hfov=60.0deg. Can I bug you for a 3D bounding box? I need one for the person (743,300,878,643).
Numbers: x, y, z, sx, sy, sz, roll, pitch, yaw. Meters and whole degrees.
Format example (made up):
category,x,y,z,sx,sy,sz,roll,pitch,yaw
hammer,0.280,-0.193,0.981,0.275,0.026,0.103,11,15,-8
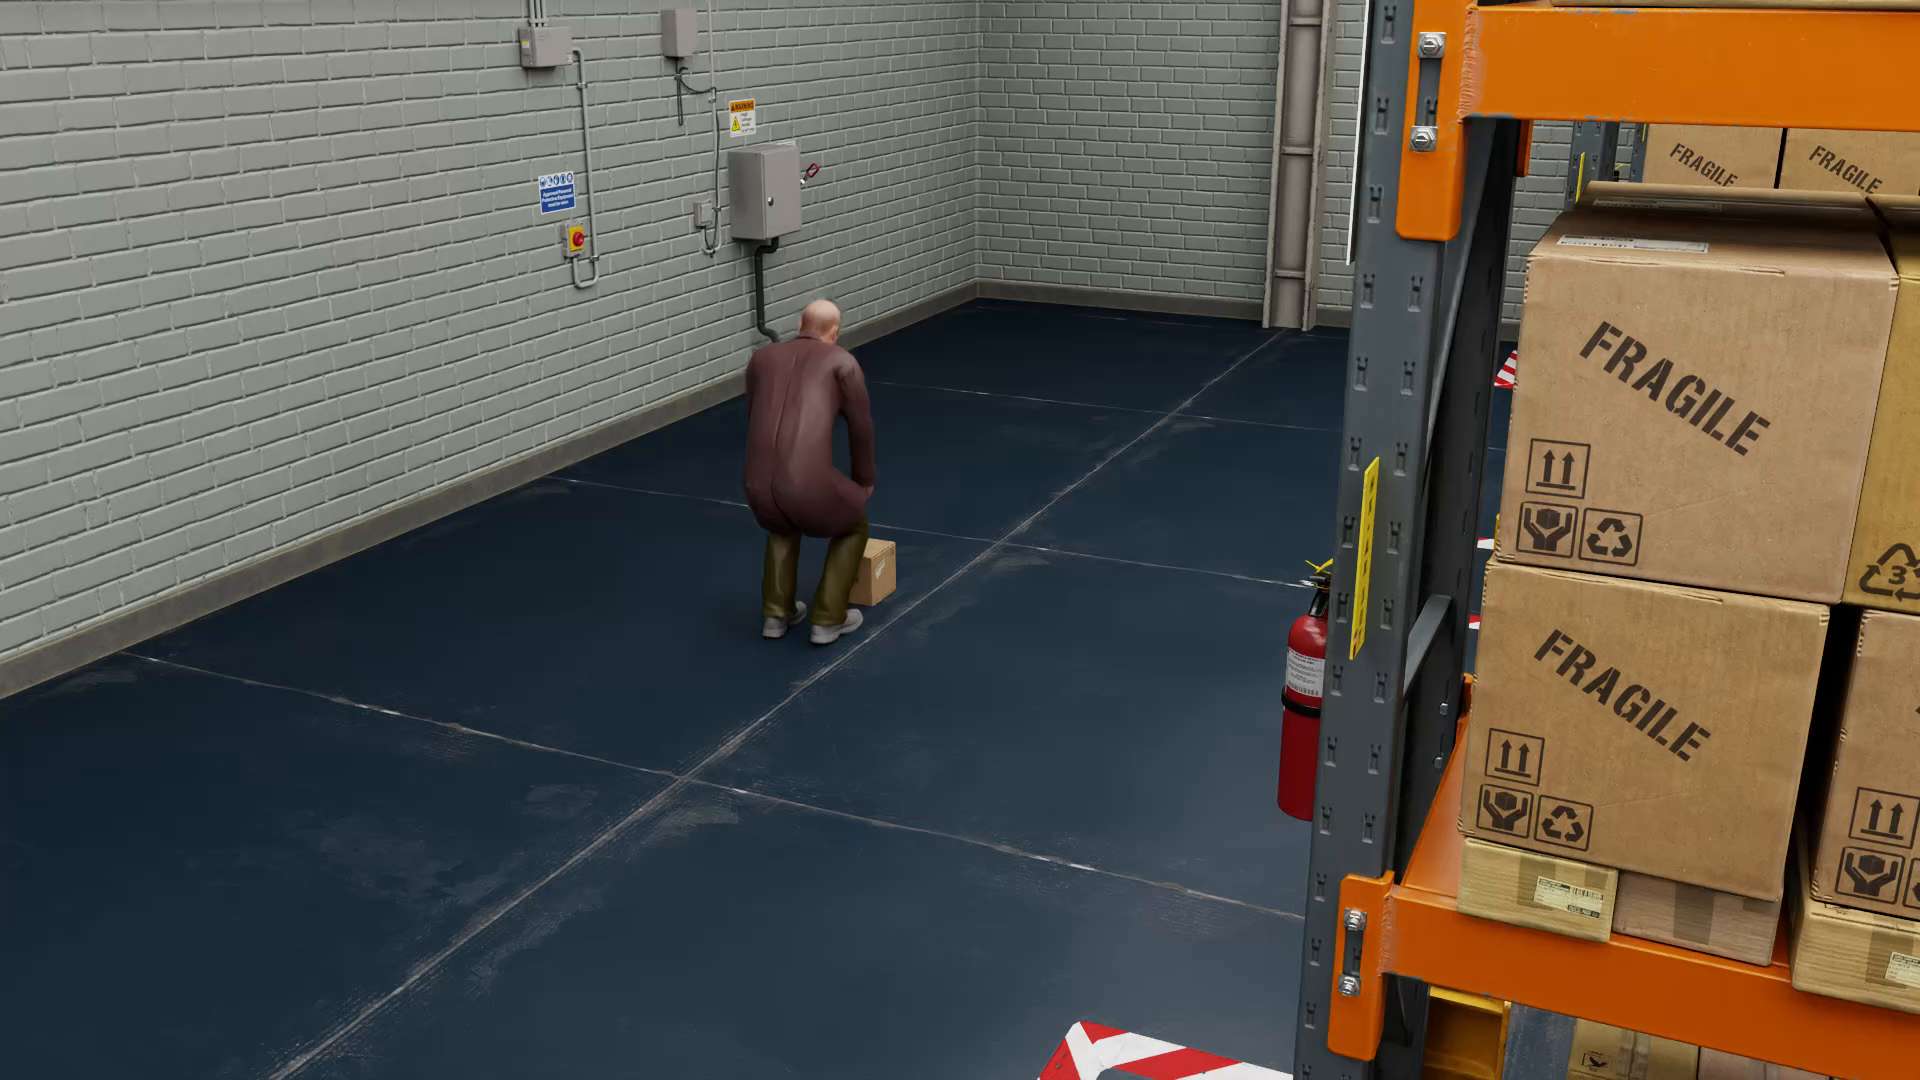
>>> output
category,x,y,z,sx,sy,sz,roll,pitch,yaw
person,-0.708,-0.295,7.434,0.628,1.476,0.681,8,20,23
